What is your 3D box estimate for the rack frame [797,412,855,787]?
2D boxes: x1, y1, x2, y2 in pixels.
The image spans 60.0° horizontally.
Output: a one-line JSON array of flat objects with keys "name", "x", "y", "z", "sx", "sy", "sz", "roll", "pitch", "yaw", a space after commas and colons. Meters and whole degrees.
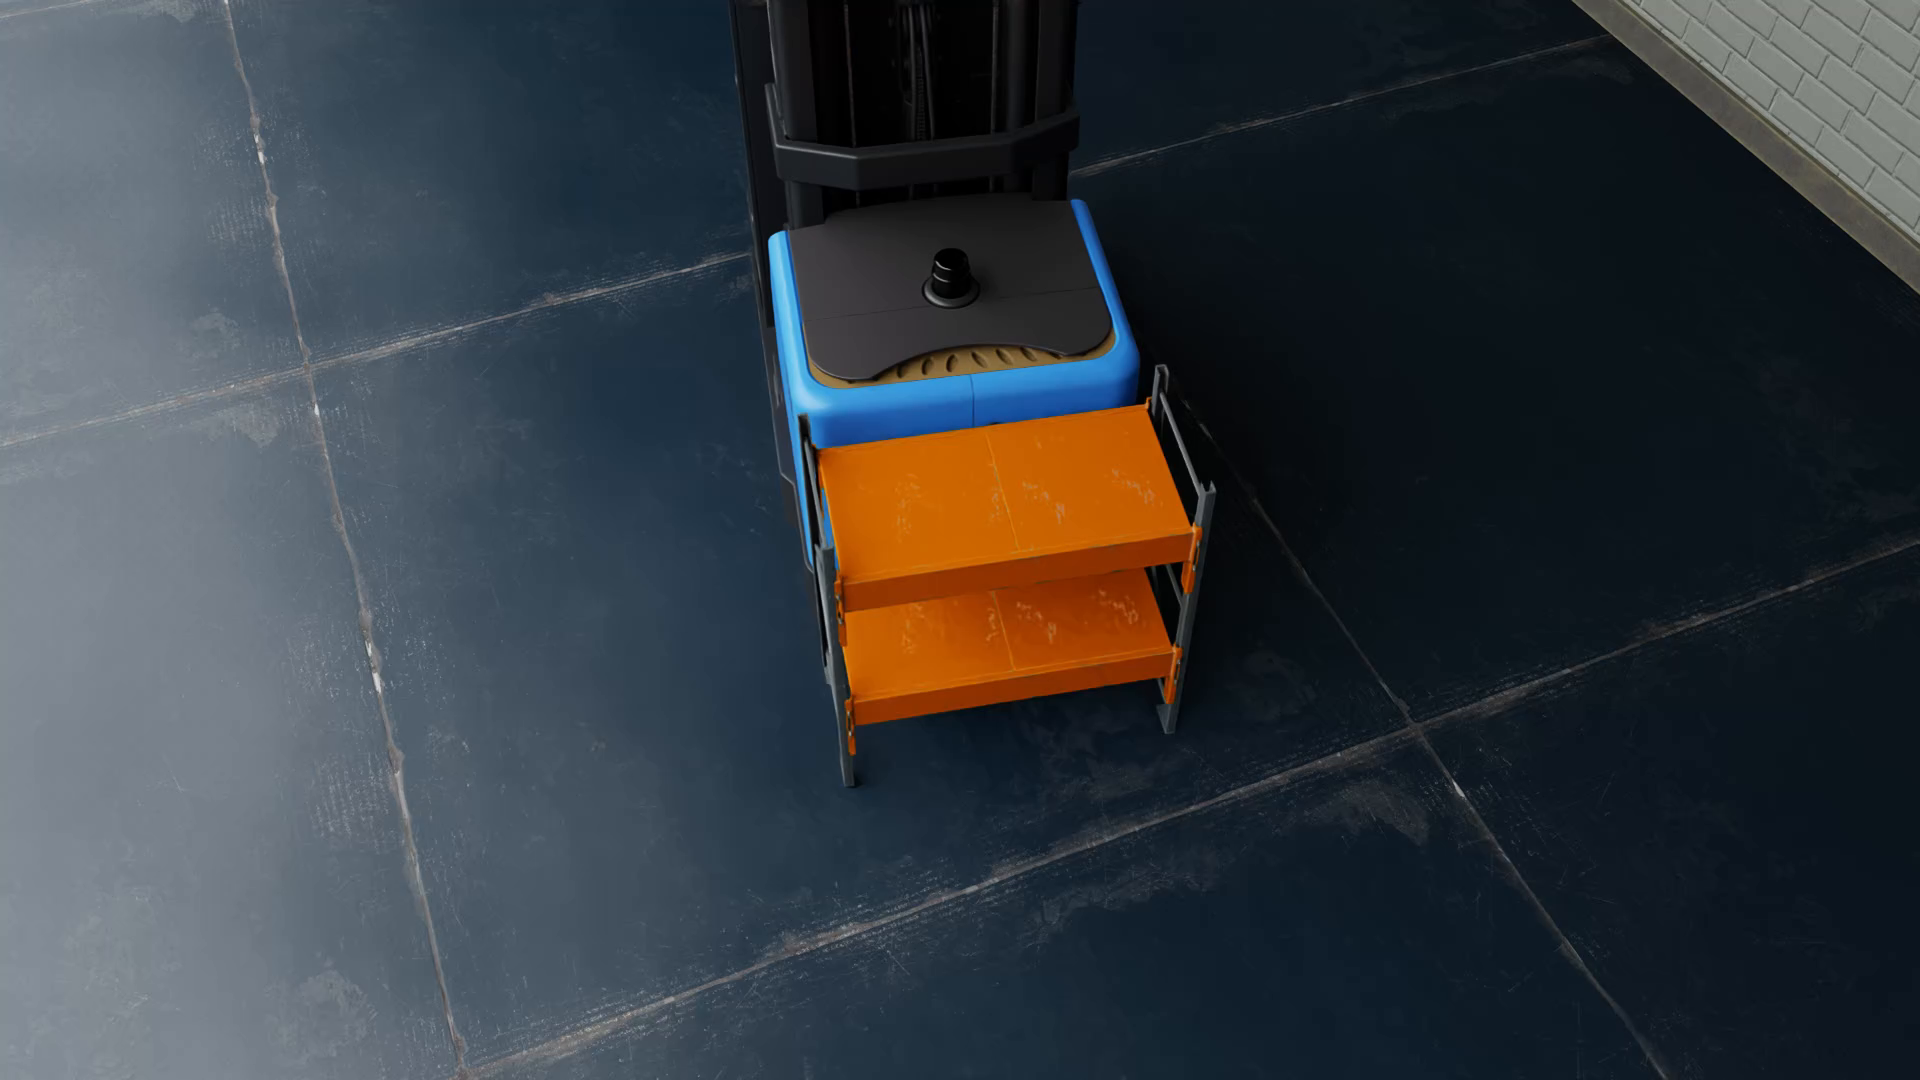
[{"name": "rack frame", "x": -0.385, "y": 0.204, "z": 4.833, "sx": 0.032, "sy": 1.125, "sz": 0.500, "roll": -8, "pitch": 50, "yaw": -7}]

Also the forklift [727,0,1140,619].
[{"name": "forklift", "x": -0.216, "y": -1.810, "z": 5.372, "sx": 1.130, "sy": 2.935, "sz": 3.031, "roll": -7, "pitch": 50, "yaw": -6}]

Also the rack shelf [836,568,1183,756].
[{"name": "rack shelf", "x": 0.114, "y": 0.290, "z": 5.082, "sx": 1.000, "sy": 0.278, "sz": 0.538, "roll": -8, "pitch": 50, "yaw": -7}]

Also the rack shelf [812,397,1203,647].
[{"name": "rack shelf", "x": 0.114, "y": -0.060, "z": 4.674, "sx": 1.000, "sy": 0.278, "sz": 0.538, "roll": -8, "pitch": 50, "yaw": -7}]

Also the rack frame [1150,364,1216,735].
[{"name": "rack frame", "x": 0.613, "y": 0.057, "z": 4.959, "sx": 0.032, "sy": 1.125, "sz": 0.500, "roll": -8, "pitch": 50, "yaw": -7}]

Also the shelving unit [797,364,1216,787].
[{"name": "shelving unit", "x": 0.114, "y": 0.131, "z": 4.896, "sx": 1.048, "sy": 1.125, "sz": 0.538, "roll": -8, "pitch": 50, "yaw": -7}]
